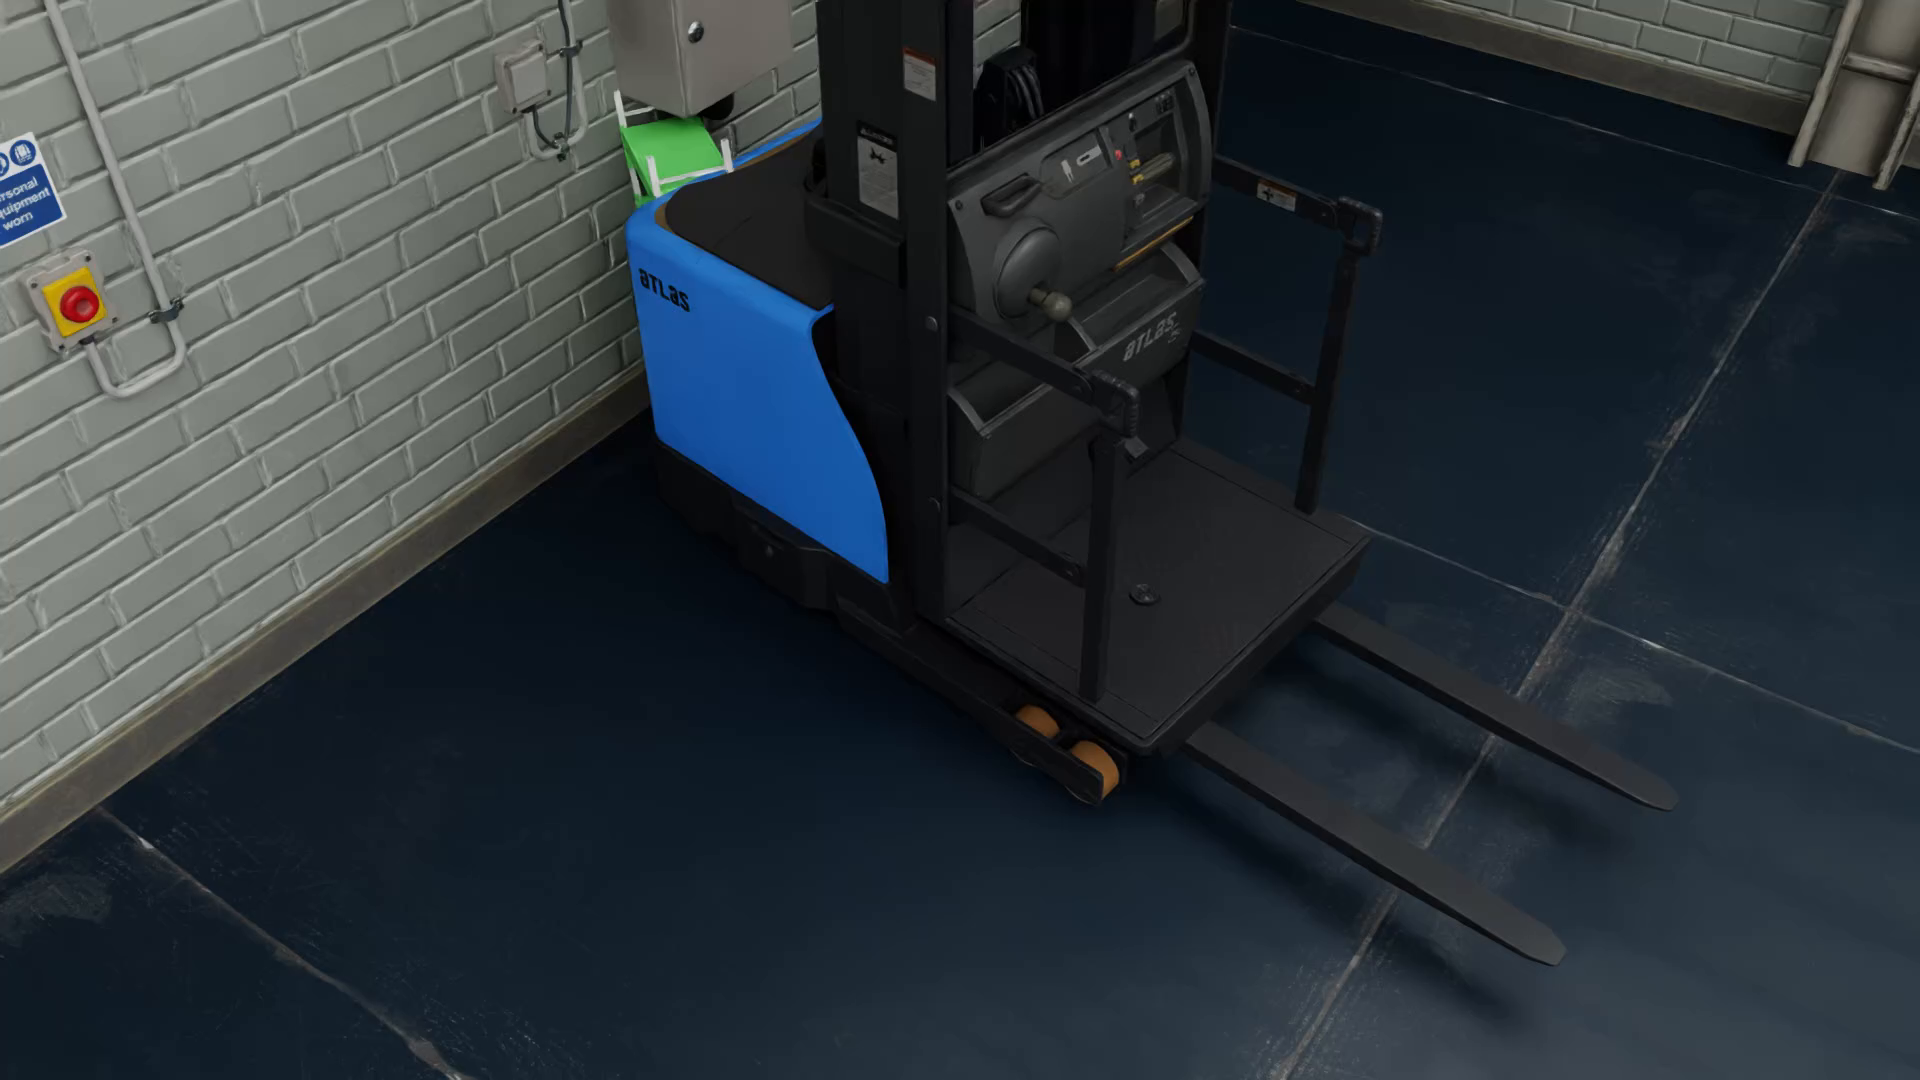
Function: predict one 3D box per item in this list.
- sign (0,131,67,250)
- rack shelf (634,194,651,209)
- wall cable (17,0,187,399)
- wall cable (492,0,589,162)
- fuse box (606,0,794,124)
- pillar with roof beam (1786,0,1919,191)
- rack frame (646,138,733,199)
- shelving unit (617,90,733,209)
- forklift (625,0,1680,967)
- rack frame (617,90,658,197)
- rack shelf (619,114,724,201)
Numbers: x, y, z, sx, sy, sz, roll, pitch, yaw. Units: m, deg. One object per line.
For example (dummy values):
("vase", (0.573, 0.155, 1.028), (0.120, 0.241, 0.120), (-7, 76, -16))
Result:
("sign", (-2.123, -0.724, 3.607), (0.001, 0.218, 0.327), (25, 48, 25))
("rack shelf", (-0.838, -0.940, 5.206), (0.258, 0.148, 0.480), (-16, 41, -13))
("wall cable", (-2.045, -1.016, 3.351), (0.123, 1.953, 0.585), (25, 48, 25))
("wall cable", (-1.240, -1.784, 4.232), (0.122, 1.984, 0.588), (25, 48, 25))
("fuse box", (-0.719, -1.237, 5.349), (0.414, 1.711, 0.539), (25, 48, 25))
("pillar with roof beam", (1.270, -2.601, 1.408), (0.400, 9.000, 9.100), (25, 48, 25))
("rack frame", (-0.741, -0.663, 5.141), (0.240, 1.200, 0.015), (-16, 41, -13))
("shelving unit", (-0.826, -0.806, 5.319), (0.258, 1.200, 0.503), (-16, 41, -13))
("forklift", (0.469, -0.787, 3.931), (3.031, 2.935, 1.130), (31, 50, 30))
("rack frame", (-0.911, -0.949, 5.497), (0.240, 1.200, 0.015), (-16, 41, -13))
("rack shelf", (-0.853, -1.123, 5.051), (0.258, 0.148, 0.480), (-16, 41, -13))
